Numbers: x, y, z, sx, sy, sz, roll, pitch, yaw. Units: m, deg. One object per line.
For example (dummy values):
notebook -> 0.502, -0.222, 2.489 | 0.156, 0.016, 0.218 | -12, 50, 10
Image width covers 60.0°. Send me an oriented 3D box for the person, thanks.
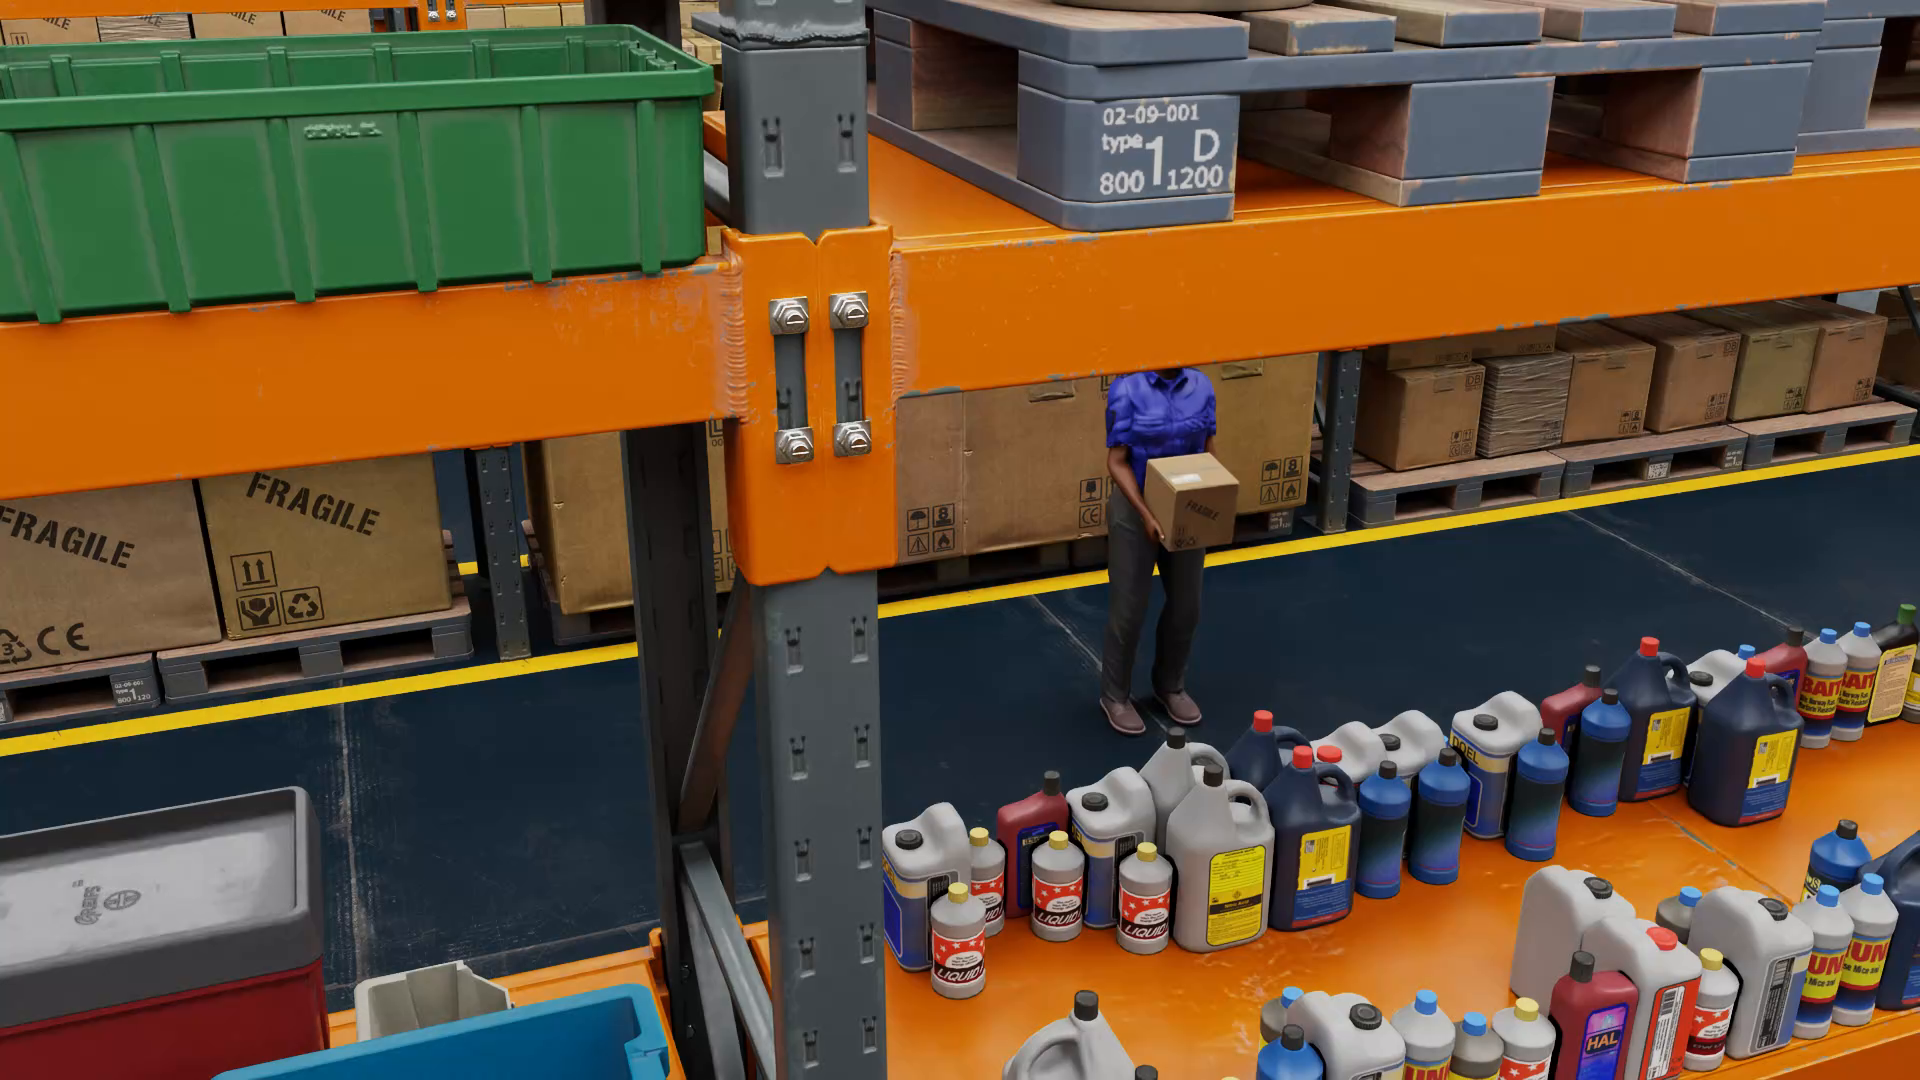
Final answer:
person -> 0.770, -0.044, 6.218 | 0.451, 1.650, 0.518 | -7, 24, -17
